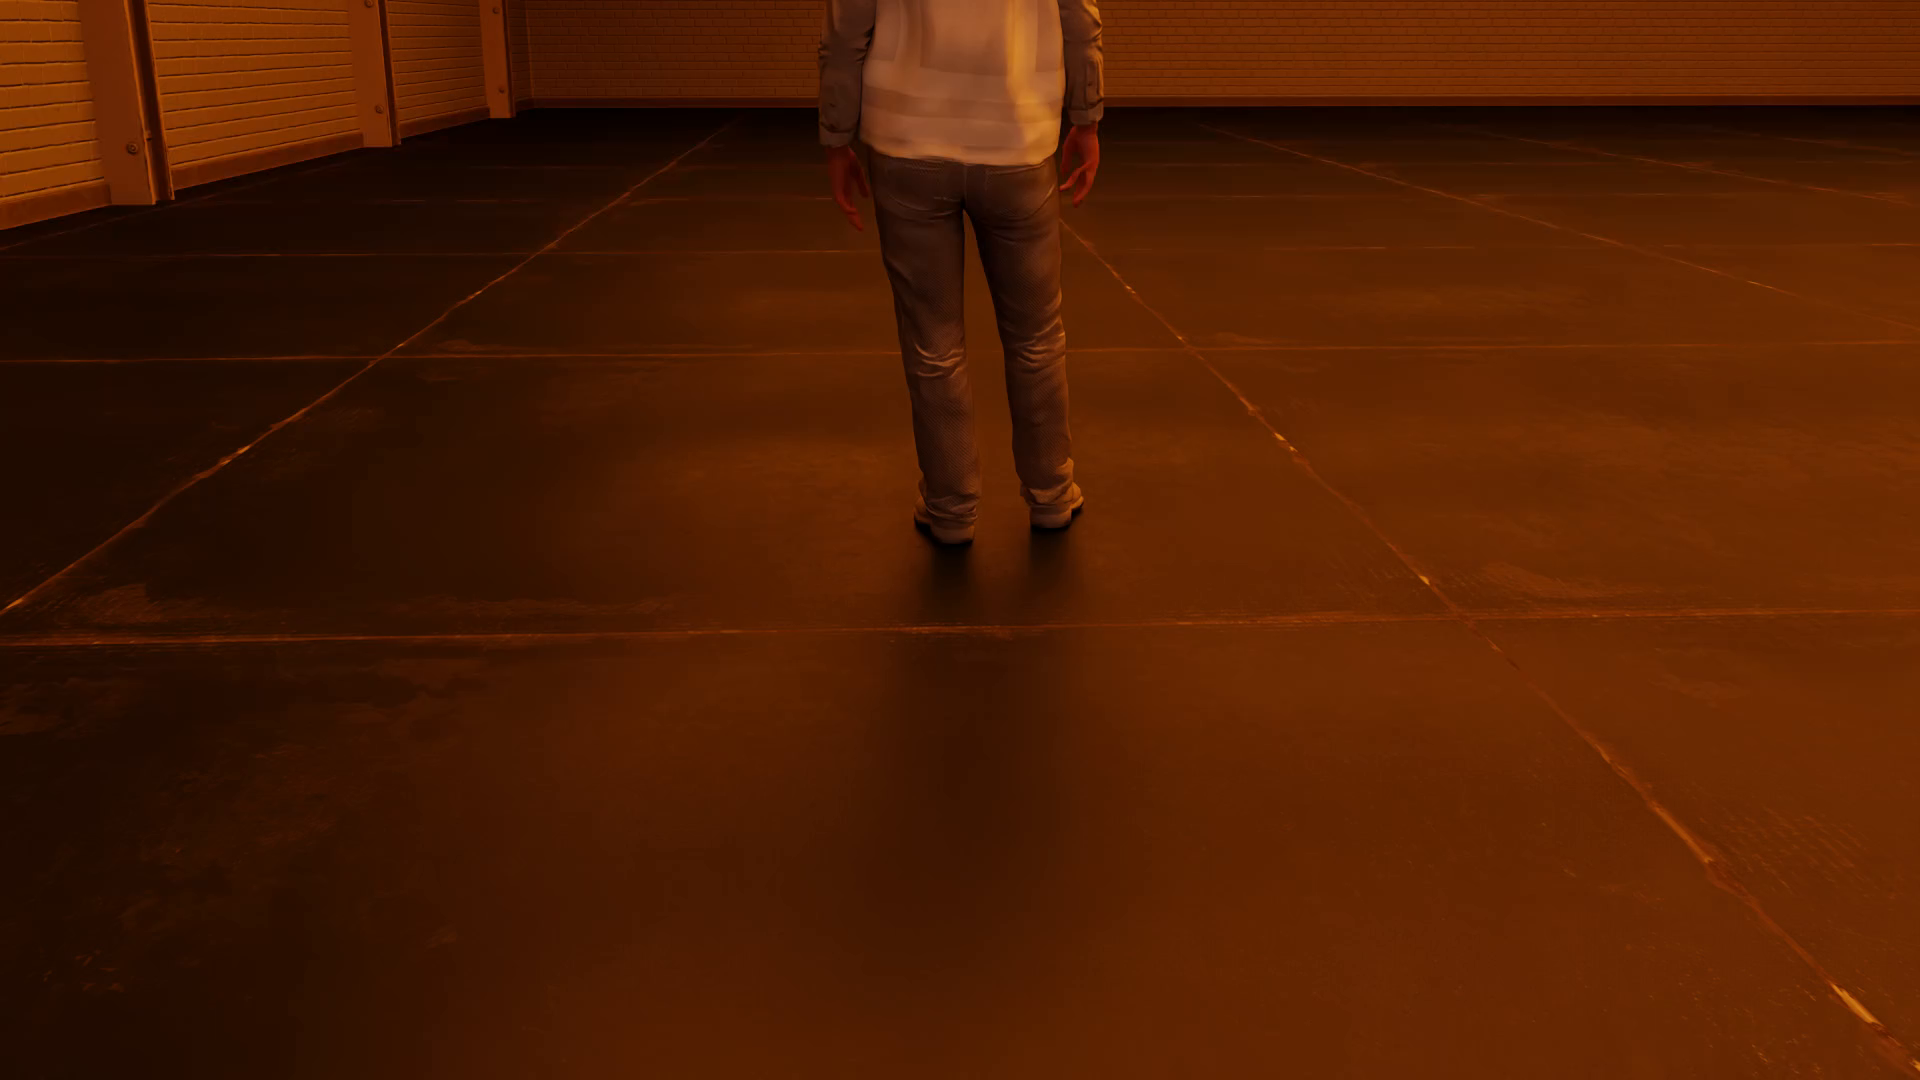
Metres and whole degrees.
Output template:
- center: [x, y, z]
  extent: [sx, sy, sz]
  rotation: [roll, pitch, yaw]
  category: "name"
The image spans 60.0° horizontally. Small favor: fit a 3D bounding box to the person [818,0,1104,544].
- center: [0.005, -0.874, 3.716]
  extent: [0.632, 1.773, 0.568]
  rotation: [-1, 17, -3]
  category: "person"
